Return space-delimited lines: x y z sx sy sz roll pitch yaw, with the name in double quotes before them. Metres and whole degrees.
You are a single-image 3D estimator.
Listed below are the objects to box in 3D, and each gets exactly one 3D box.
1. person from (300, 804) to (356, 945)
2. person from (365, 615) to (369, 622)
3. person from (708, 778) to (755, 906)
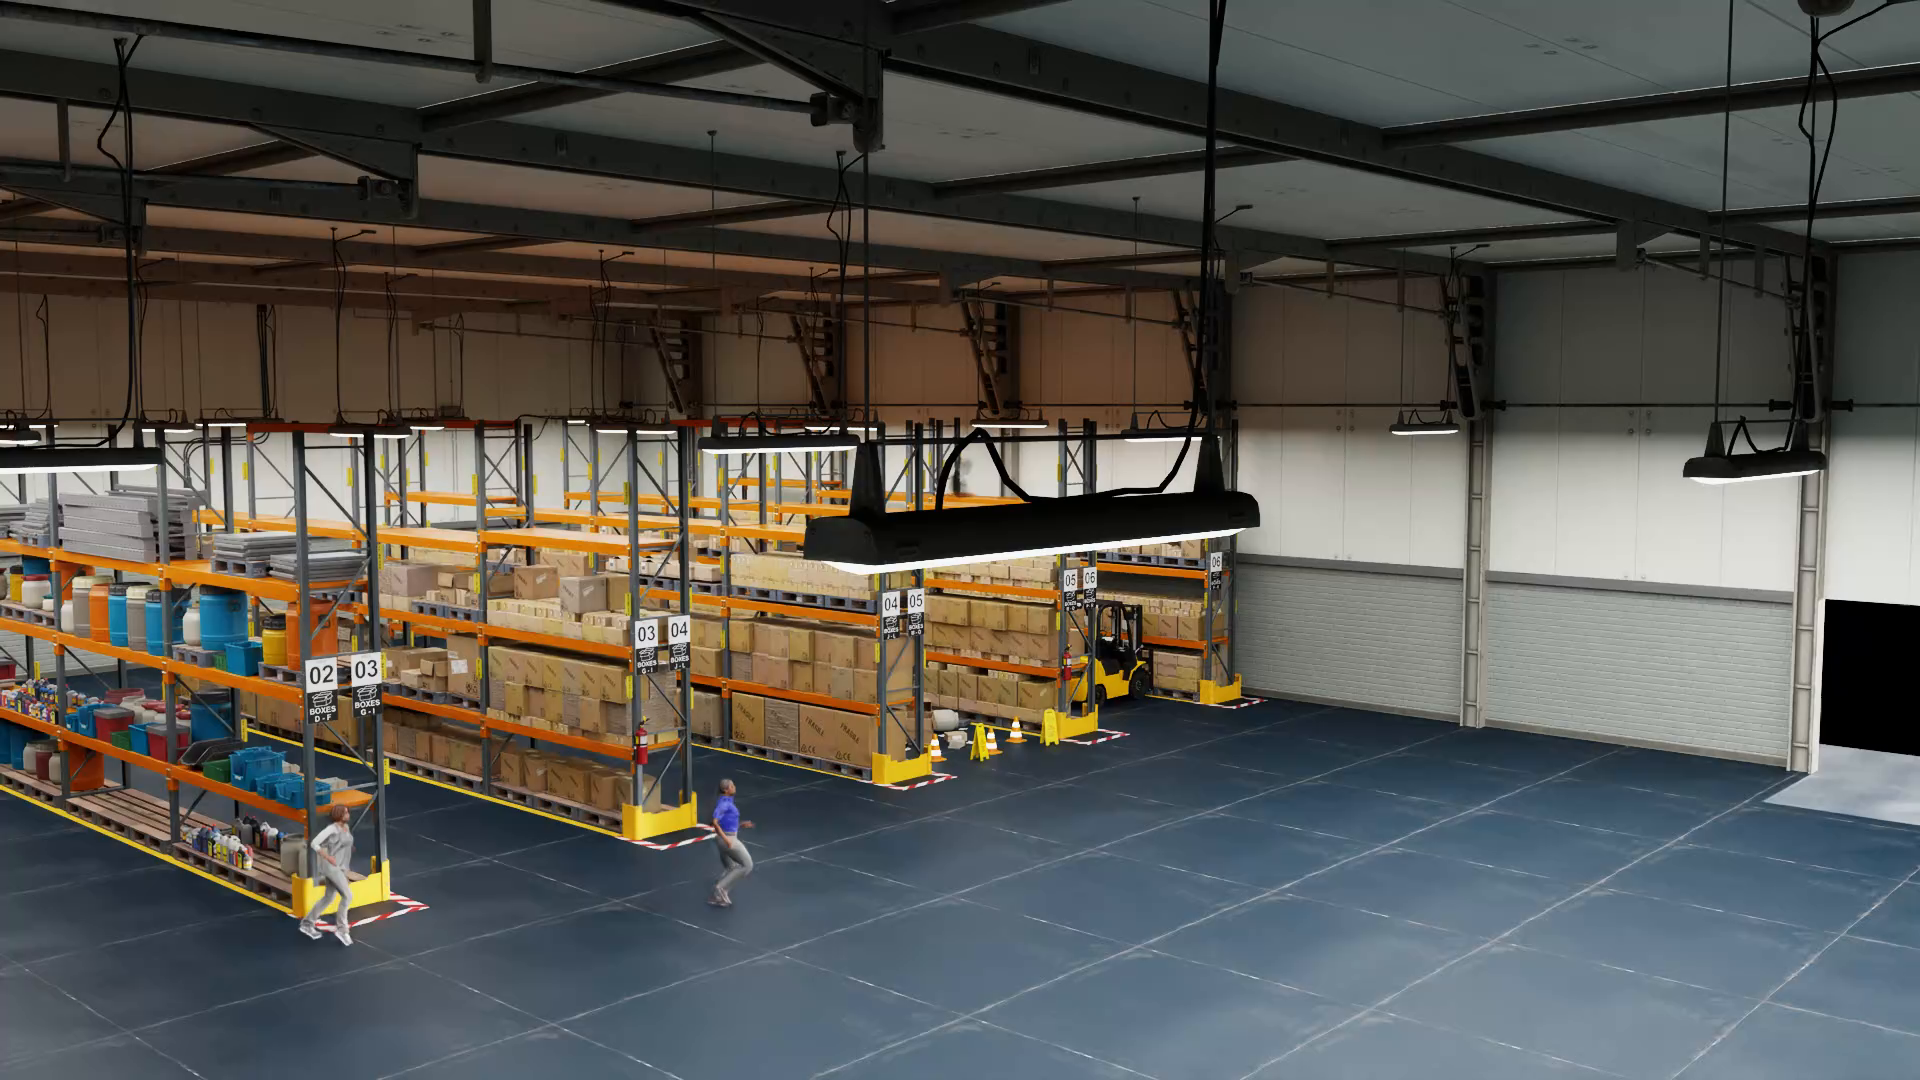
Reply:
"person" -7.464 3.947 19.693 0.650 1.641 0.546 0 5 -4
"person" -14.141 2.306 39.460 0.661 1.589 0.631 -3 5 -29
"person" -2.875 3.803 20.960 0.599 1.619 0.560 -1 5 -17
